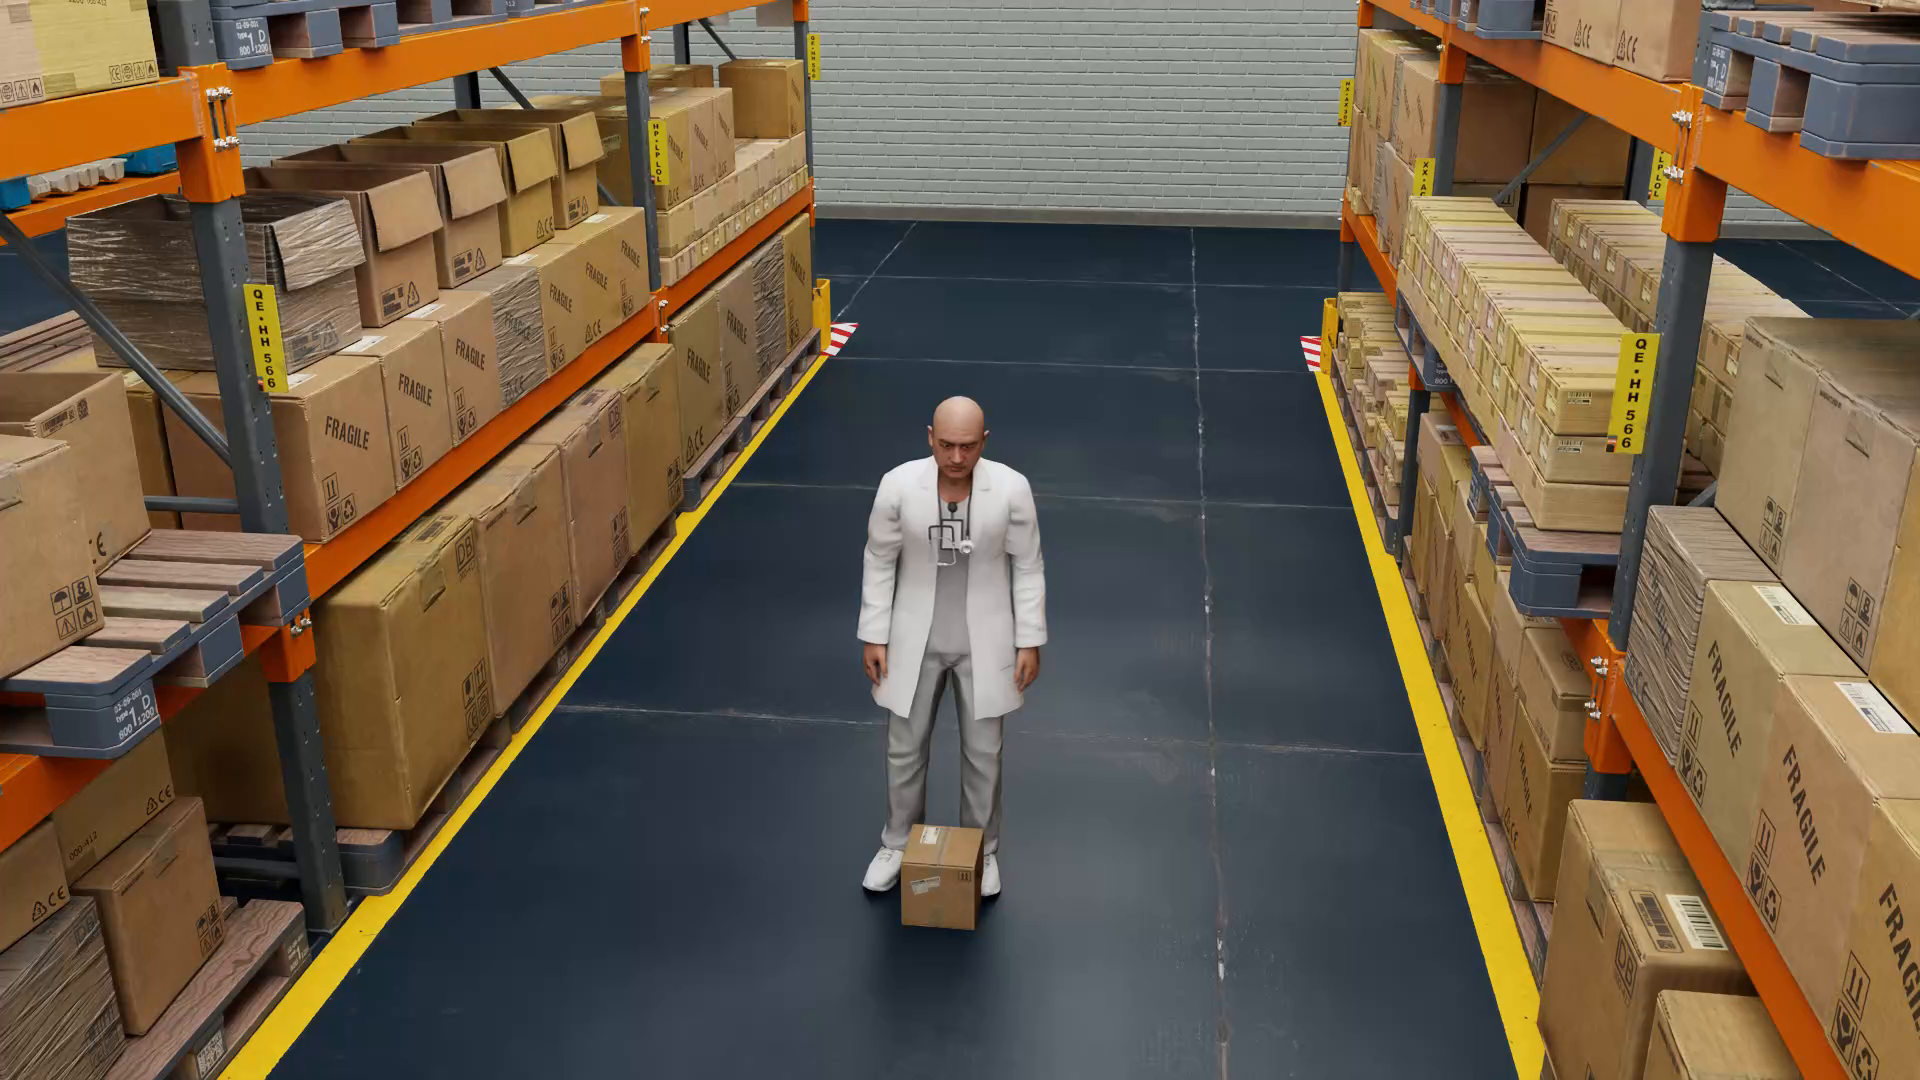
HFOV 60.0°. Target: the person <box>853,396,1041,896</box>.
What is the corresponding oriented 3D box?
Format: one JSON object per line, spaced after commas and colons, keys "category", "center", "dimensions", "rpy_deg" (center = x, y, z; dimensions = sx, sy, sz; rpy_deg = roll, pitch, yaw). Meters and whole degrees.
{"category": "person", "center": [-0.045, 0.357, 5.665], "dimensions": [0.645, 1.774, 0.425], "rpy_deg": [3, 21, 7]}
